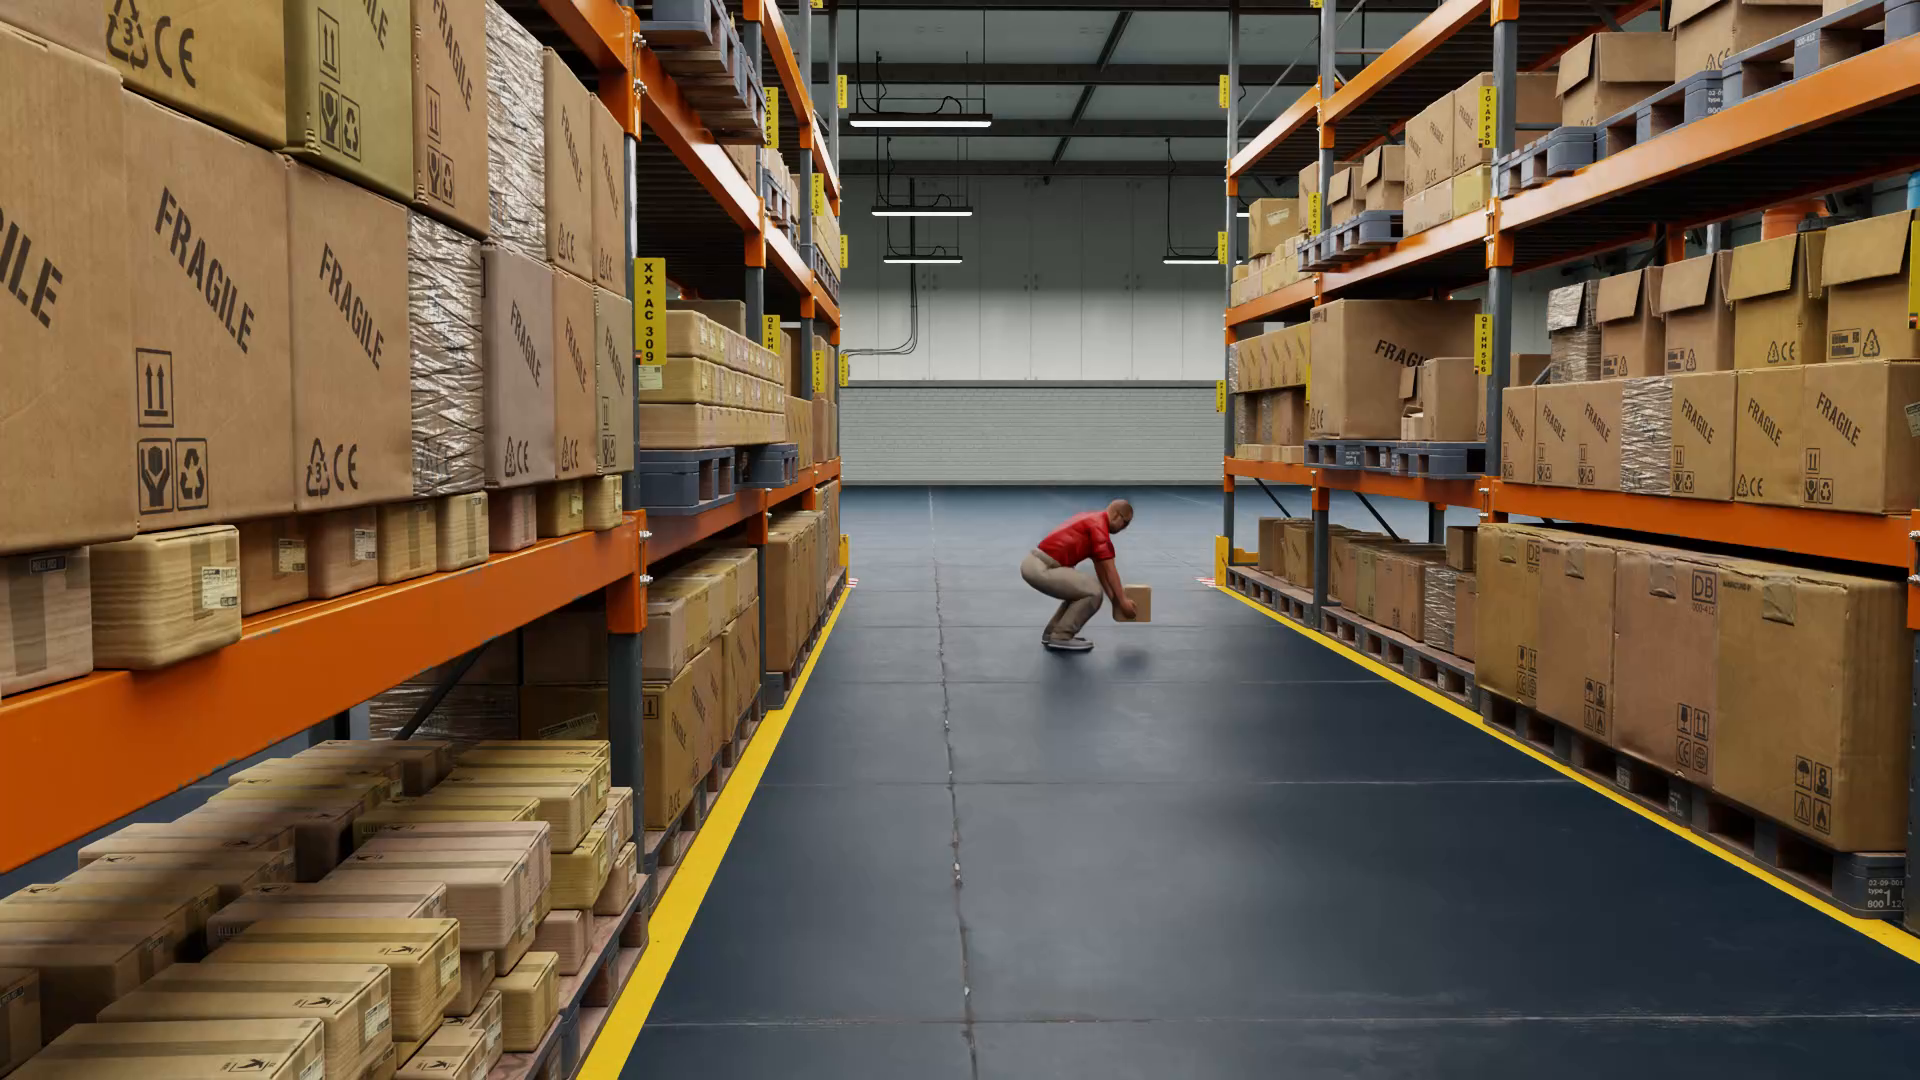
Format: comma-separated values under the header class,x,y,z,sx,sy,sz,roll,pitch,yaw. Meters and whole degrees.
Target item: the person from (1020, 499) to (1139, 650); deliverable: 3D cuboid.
class,x,y,z,sx,sy,sz,roll,pitch,yaw
person,0.861,0.243,12.122,0.844,1.085,0.568,0,4,-1
